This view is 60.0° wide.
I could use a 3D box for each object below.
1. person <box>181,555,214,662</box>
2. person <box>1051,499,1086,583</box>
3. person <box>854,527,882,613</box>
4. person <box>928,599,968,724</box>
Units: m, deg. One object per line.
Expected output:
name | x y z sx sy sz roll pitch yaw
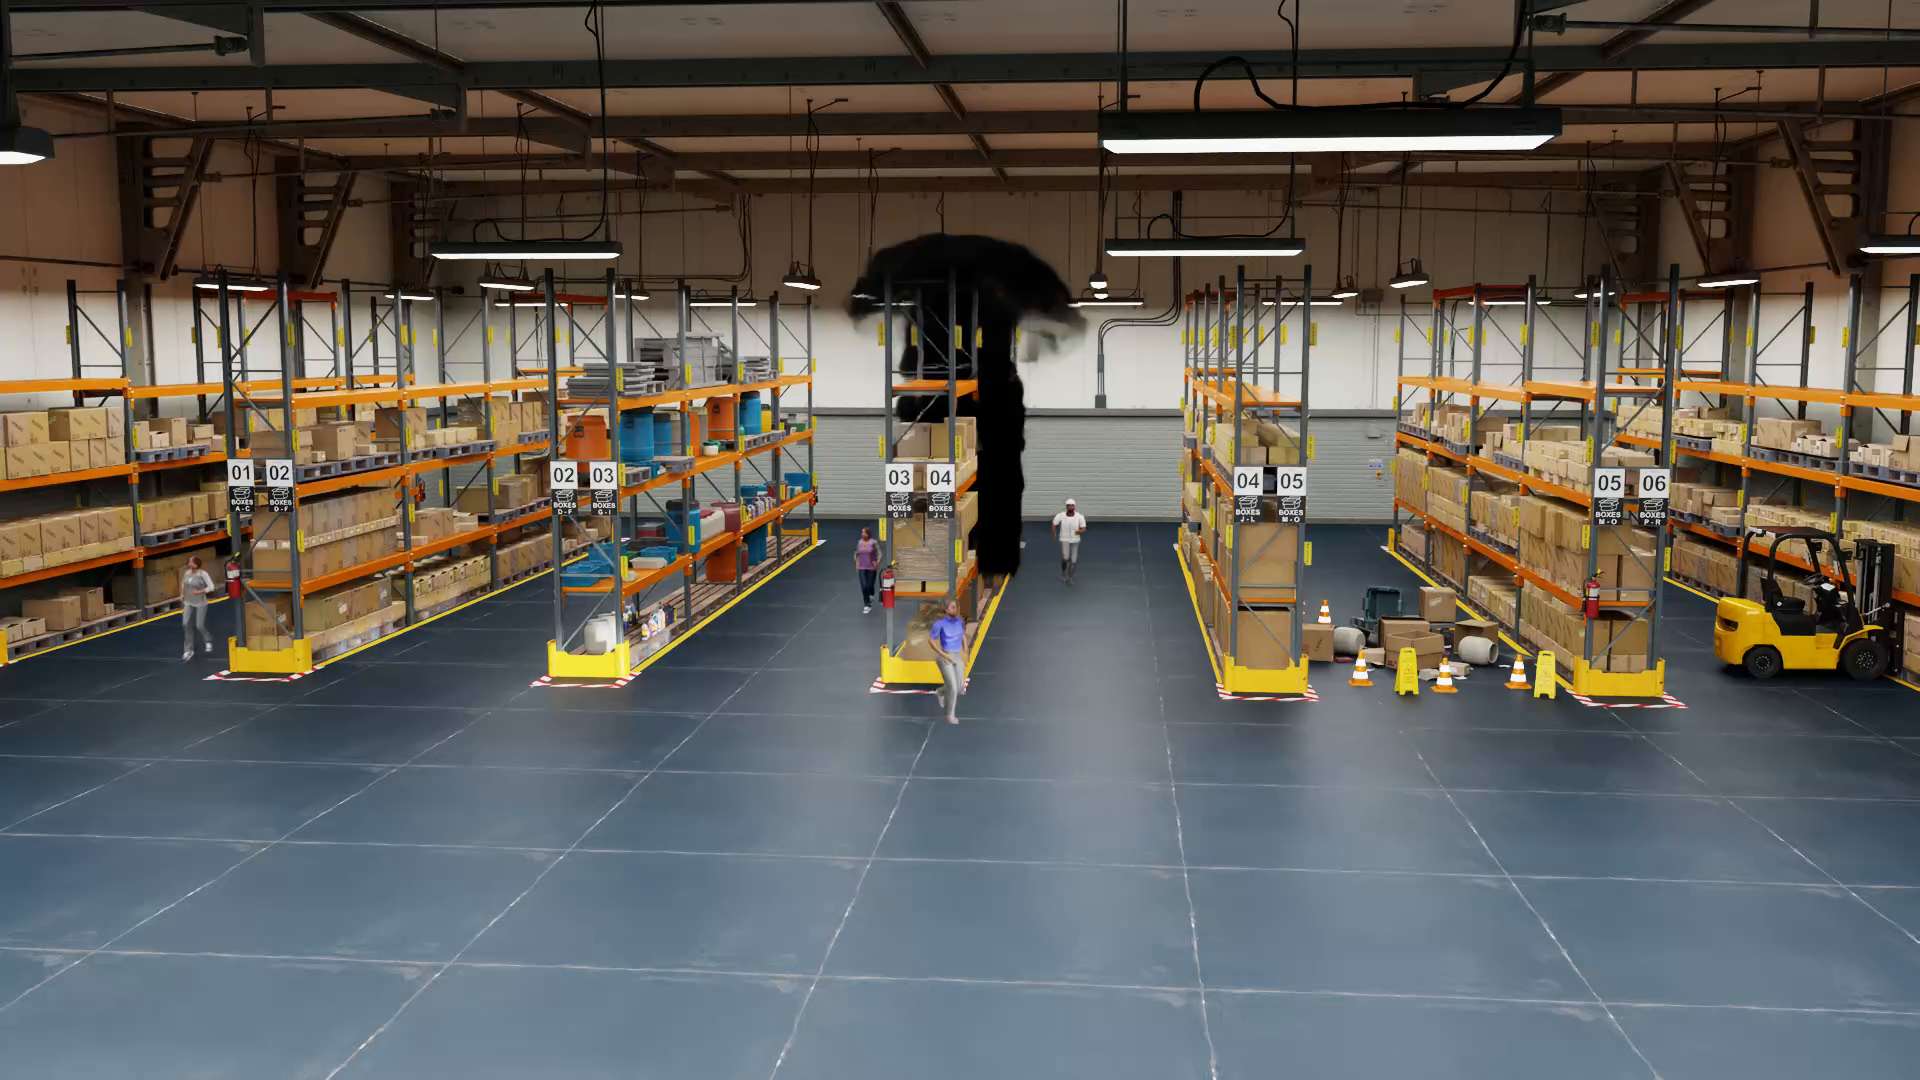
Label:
person | -11.980 1.050 26.092 0.586 1.622 0.753 1 7 4
person | 2.223 0.031 33.763 0.682 1.726 0.638 0 7 -3
person | -1.688 0.538 30.515 0.537 1.568 0.506 1 7 11
person | -0.166 1.574 21.863 0.609 1.632 0.617 -5 9 -38
